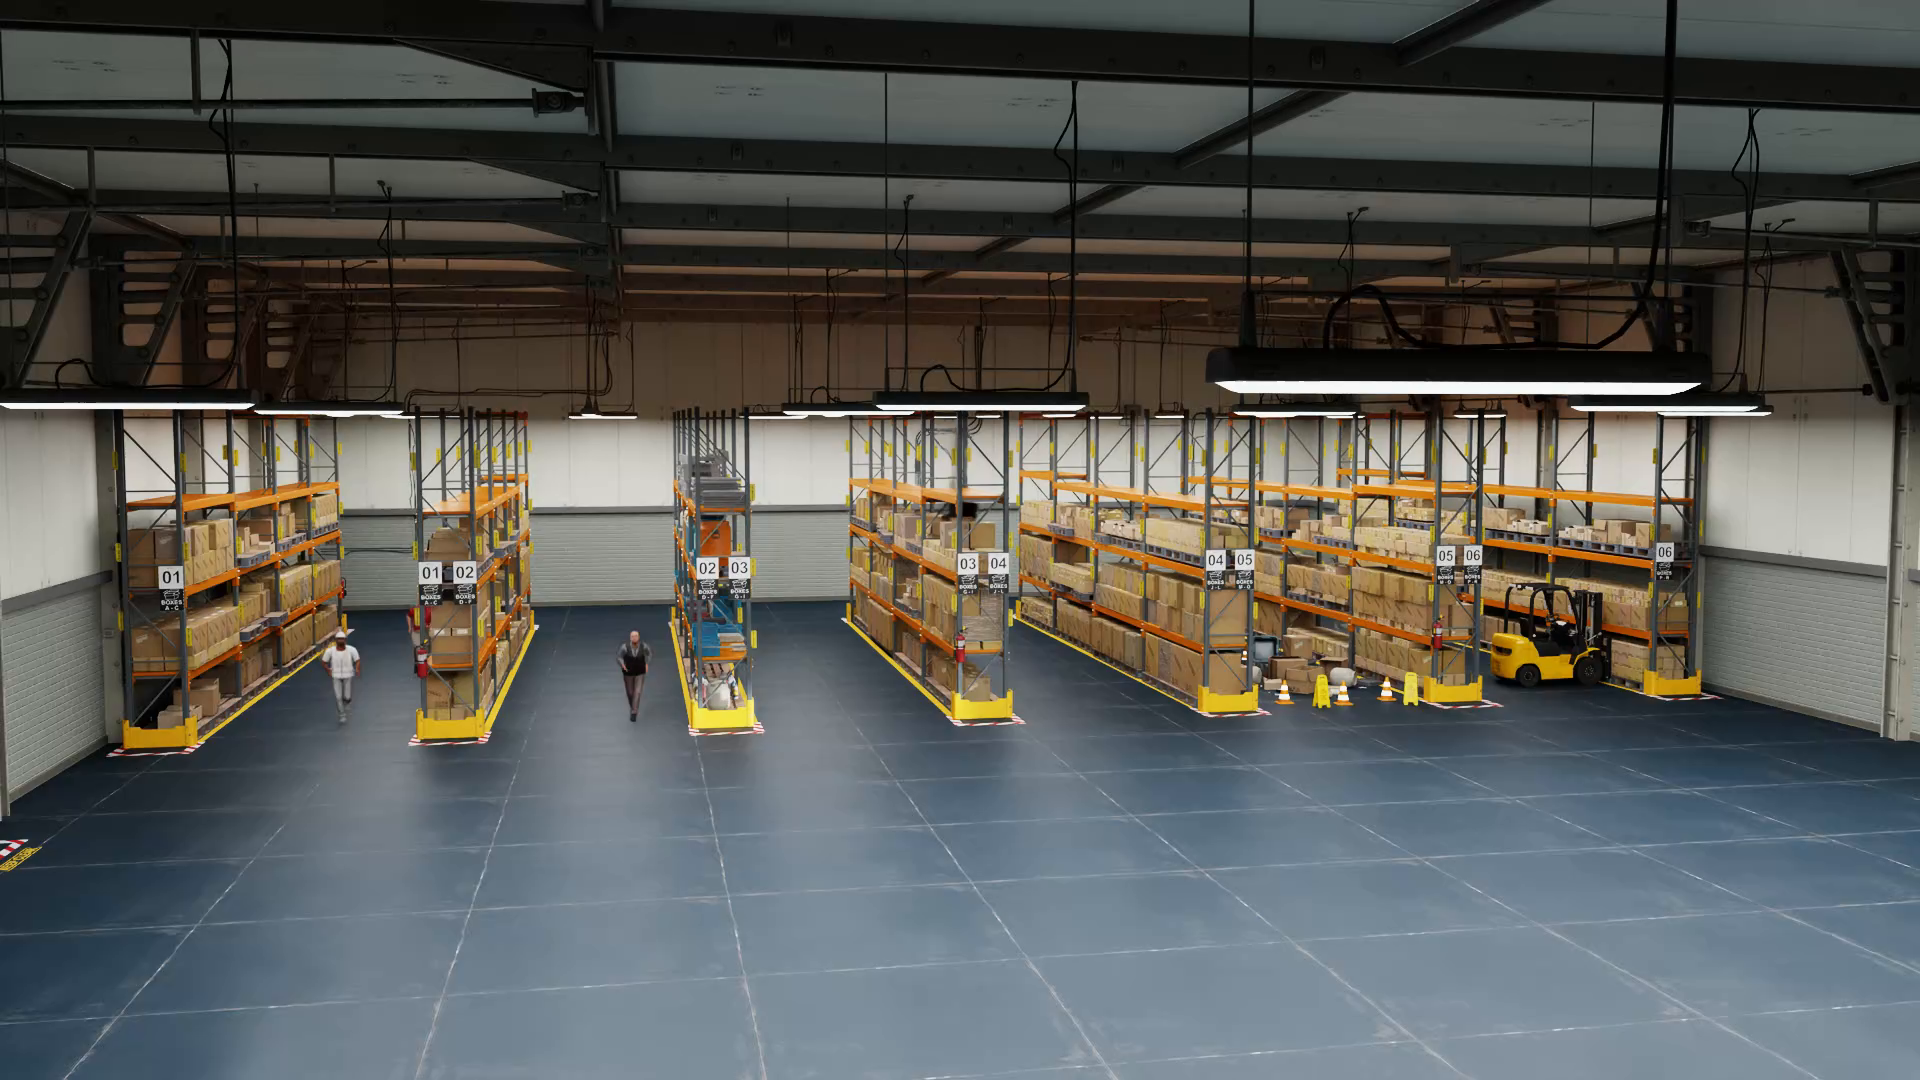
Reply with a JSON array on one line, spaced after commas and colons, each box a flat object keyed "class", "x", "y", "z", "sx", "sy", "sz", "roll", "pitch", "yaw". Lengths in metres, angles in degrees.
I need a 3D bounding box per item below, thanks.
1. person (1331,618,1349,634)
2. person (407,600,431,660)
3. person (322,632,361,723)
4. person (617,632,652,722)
[{"class": "person", "x": 9.796, "y": 1.807, "z": 42.785, "sx": 0.684, "sy": 1.749, "sz": 0.696, "roll": -2, "pitch": 4, "yaw": -24}, {"class": "person", "x": -12.269, "y": 2.178, "z": 37.953, "sx": 0.663, "sy": 1.747, "sz": 0.963, "roll": -1, "pitch": 4, "yaw": -15}, {"class": "person", "x": -11.828, "y": 2.609, "z": 31.799, "sx": 0.702, "sy": 1.726, "sz": 0.598, "roll": -2, "pitch": 4, "yaw": -21}, {"class": "person", "x": -6.257, "y": 2.593, "z": 31.968, "sx": 0.671, "sy": 1.687, "sz": 1.094, "roll": -1, "pitch": 4, "yaw": -10}]
